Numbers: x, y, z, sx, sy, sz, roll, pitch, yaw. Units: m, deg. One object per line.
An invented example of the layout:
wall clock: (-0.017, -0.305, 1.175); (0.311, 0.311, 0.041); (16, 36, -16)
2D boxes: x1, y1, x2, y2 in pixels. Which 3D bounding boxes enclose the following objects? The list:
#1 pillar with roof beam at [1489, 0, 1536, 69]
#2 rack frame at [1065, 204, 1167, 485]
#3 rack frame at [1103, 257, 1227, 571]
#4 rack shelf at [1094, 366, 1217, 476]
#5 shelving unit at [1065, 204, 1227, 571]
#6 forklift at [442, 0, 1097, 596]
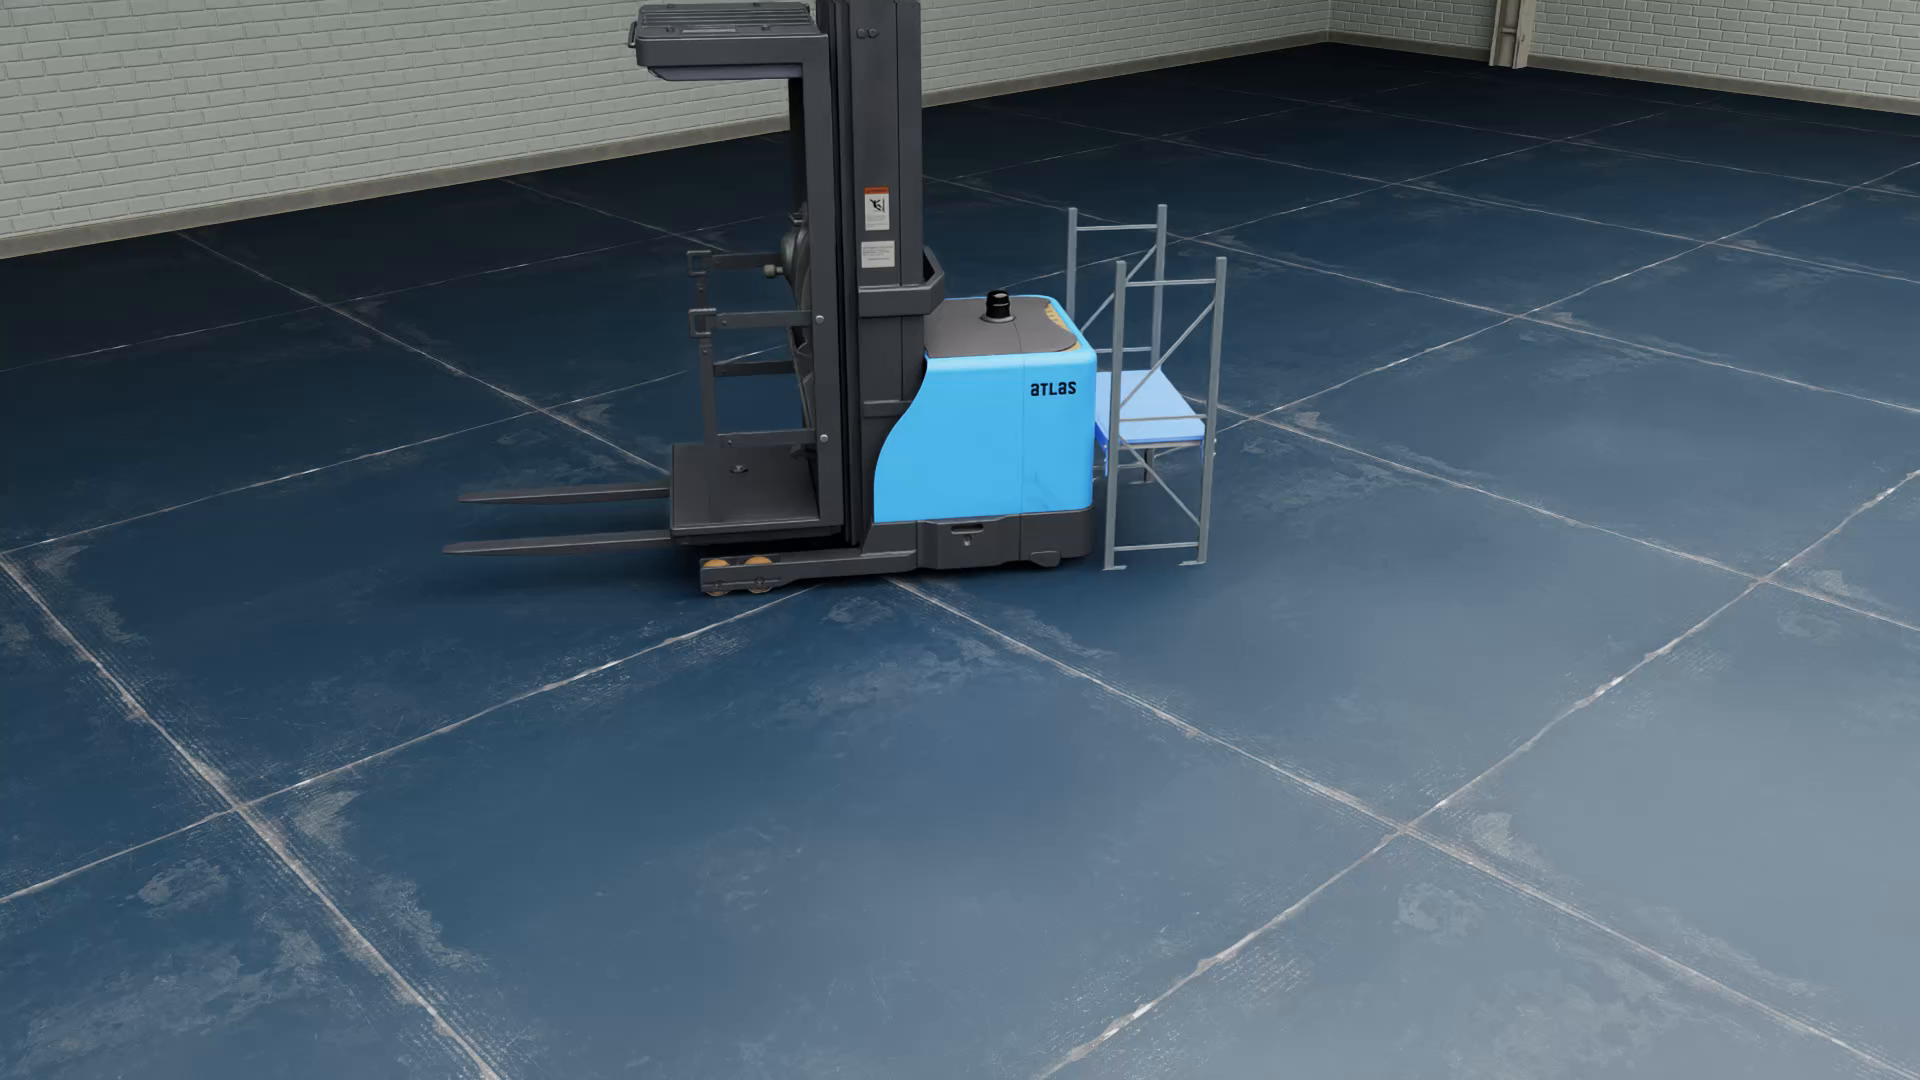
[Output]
pillar with roof beam: (4.110, -9.149, 17.464); (9.100, 9.000, 0.400); (-21, 32, -38)
rack frame: (0.783, -0.974, 8.579); (0.500, 1.500, 0.032); (-4, 25, -8)
rack frame: (0.934, -0.557, 7.664); (0.500, 1.500, 0.032); (-4, 25, -8)
rack shelf: (0.859, -0.602, 8.196); (0.538, 0.185, 1.000); (-4, 25, -8)
shelving unit: (0.859, -0.766, 8.121); (0.538, 1.500, 1.048); (-4, 25, -8)
forklift: (-0.923, -1.310, 7.590); (3.031, 2.935, 1.130); (-4, 25, -8)
